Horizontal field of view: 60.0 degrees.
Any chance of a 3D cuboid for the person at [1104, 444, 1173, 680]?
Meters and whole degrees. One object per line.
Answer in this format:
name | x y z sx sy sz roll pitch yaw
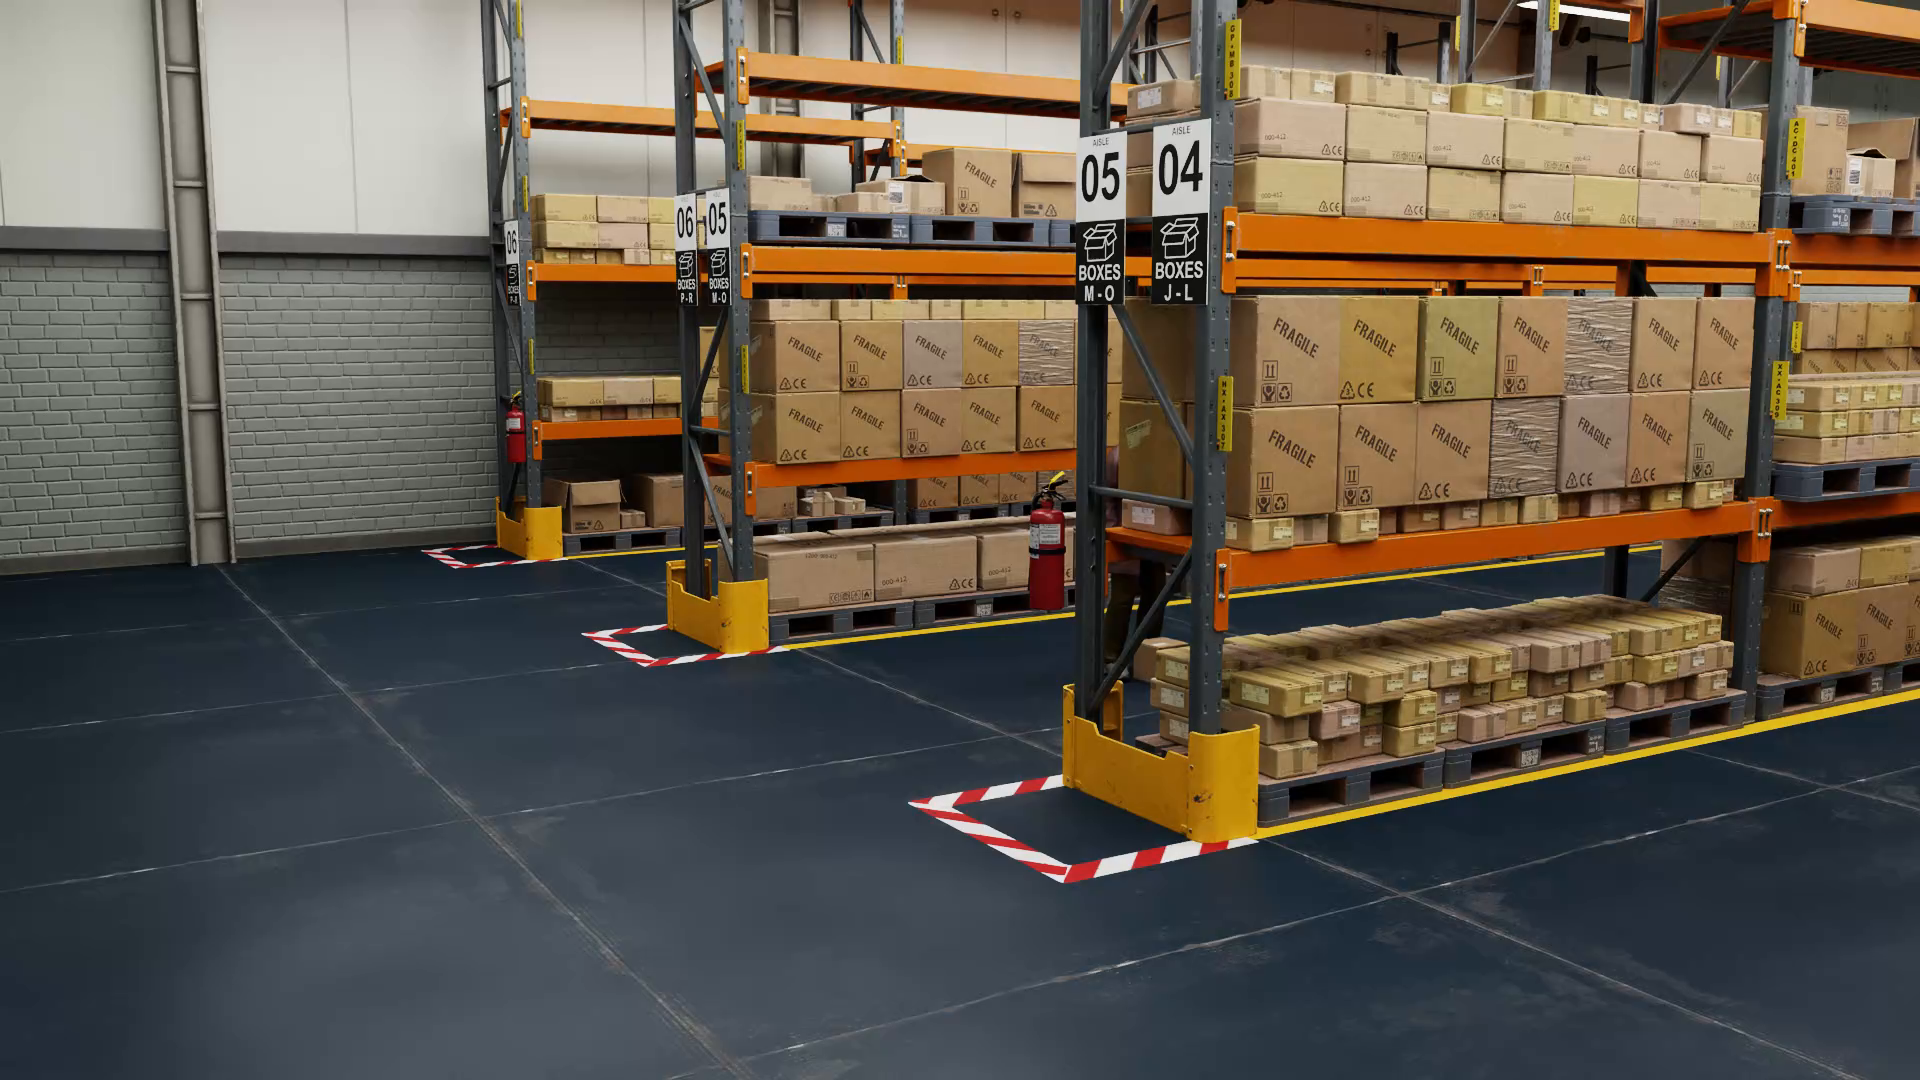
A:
person | 1.180 -0.002 10.880 0.655 1.775 0.420 -5 10 -34
